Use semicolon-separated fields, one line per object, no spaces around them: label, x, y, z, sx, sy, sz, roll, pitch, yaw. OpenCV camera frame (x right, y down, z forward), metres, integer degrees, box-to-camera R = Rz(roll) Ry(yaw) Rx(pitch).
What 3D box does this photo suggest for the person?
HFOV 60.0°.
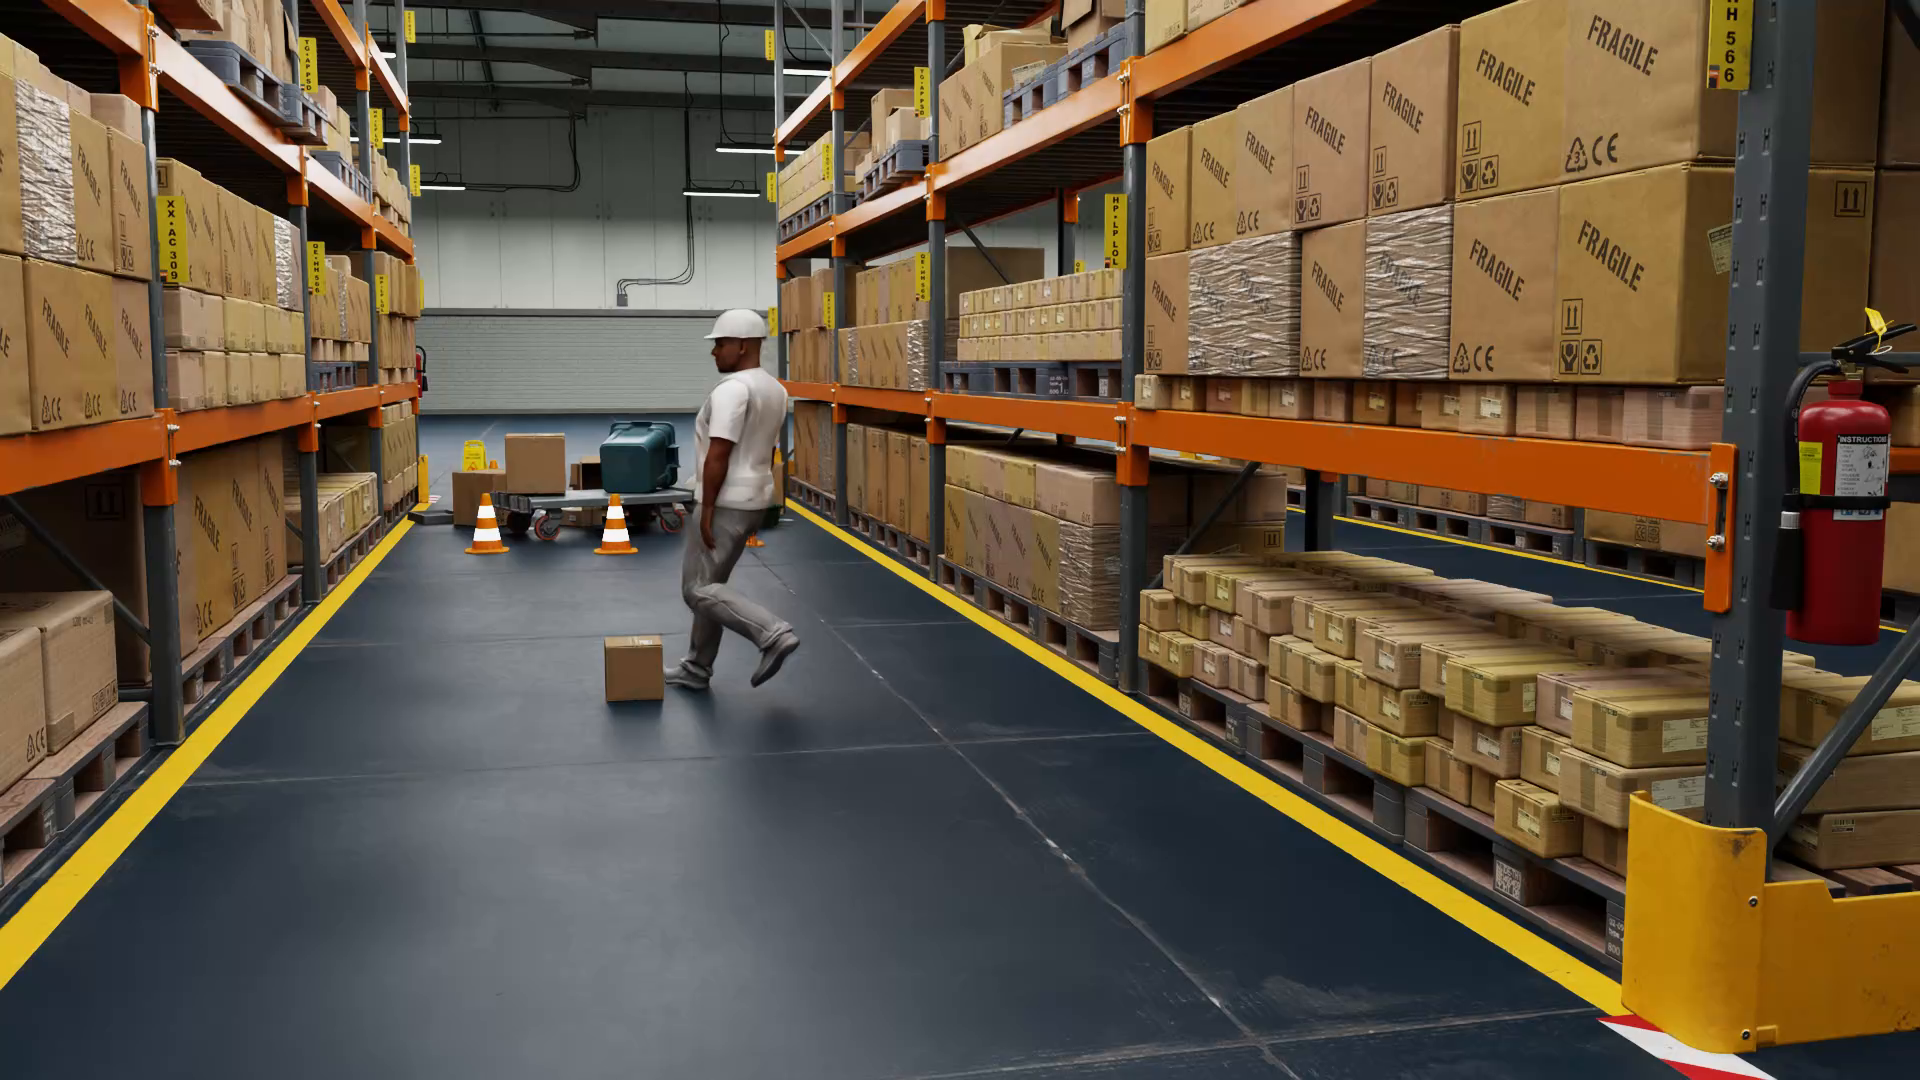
person;-1.074;-0.163;7.506;0.831;1.740;0.598;2;6;15
